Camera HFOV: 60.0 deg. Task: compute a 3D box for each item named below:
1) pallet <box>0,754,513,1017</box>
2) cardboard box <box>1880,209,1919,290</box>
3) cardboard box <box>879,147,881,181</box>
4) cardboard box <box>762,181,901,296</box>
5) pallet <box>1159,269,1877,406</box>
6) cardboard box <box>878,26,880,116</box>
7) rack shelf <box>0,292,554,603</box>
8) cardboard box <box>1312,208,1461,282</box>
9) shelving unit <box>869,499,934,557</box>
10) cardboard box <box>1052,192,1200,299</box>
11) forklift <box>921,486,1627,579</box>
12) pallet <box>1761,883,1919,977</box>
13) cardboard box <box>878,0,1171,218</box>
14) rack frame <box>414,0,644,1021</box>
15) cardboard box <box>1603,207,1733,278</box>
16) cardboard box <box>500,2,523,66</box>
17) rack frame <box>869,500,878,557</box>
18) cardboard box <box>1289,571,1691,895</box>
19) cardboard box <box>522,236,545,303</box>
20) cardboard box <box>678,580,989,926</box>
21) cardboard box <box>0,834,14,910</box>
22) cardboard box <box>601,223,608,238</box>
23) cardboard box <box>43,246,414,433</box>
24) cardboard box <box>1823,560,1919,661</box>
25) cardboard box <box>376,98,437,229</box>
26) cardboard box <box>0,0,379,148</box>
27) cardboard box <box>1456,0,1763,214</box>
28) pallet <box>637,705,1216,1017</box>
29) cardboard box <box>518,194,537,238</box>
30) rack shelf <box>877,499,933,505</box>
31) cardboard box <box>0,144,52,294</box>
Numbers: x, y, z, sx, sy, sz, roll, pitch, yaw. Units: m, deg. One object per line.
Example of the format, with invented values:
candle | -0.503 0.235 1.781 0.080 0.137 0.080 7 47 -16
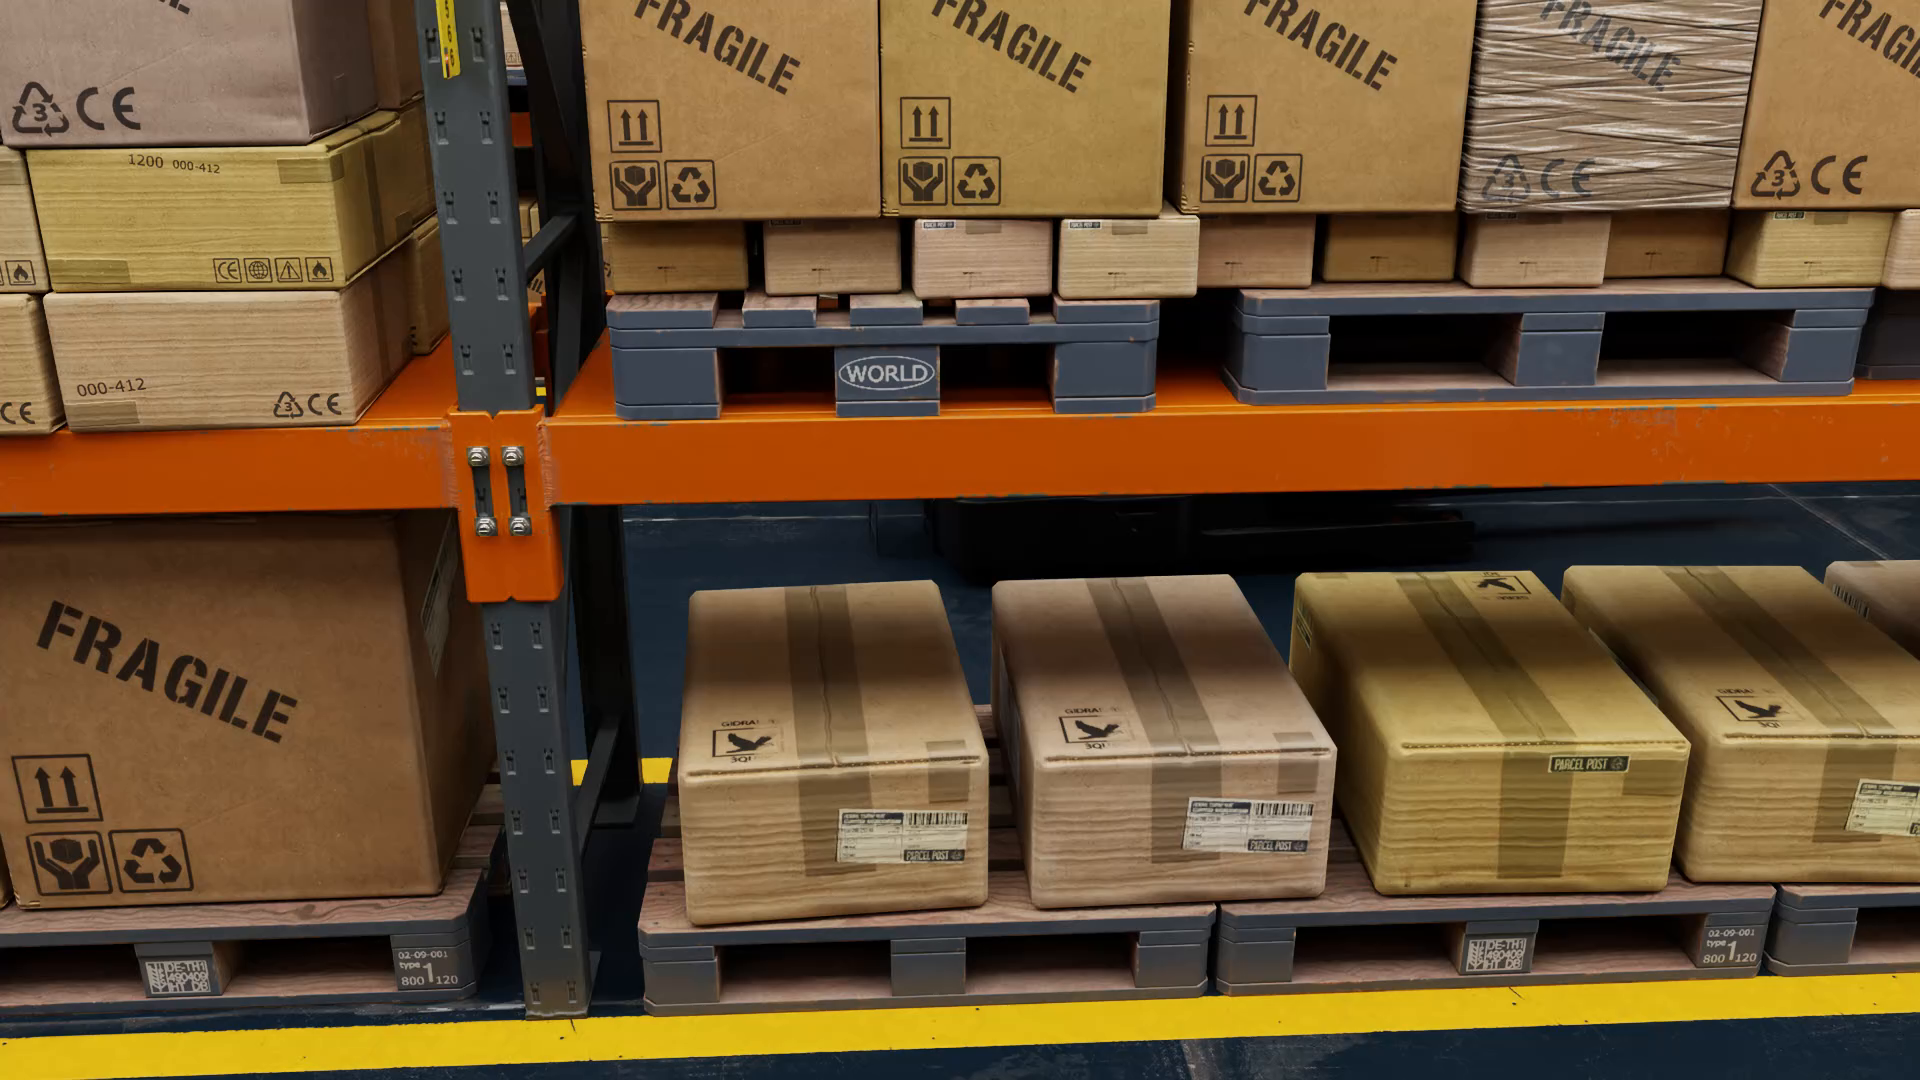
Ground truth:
pallet | -1.665 0.718 3.938 1.213 0.211 1.003 -1 21 -3
cardboard box | 1.848 -0.602 3.251 0.250 0.149 0.380 -1 21 -3
cardboard box | -0.296 -0.775 3.703 0.250 0.149 0.380 -1 21 -2
cardboard box | -0.254 -0.588 3.212 0.250 0.149 0.380 -2 21 -6
pallet | 1.100 -0.540 3.592 1.213 0.211 1.003 -1 21 -3
cardboard box | 0.080 -1.079 3.590 0.500 0.500 0.500 -1 21 -4
rack shelf | -2.870 -0.198 3.435 4.000 0.370 1.077 -1 21 -3
cardboard box | 0.813 -0.627 3.316 0.250 0.149 0.380 0 21 -1
shelving unit | -0.215 -0.407 5.927 0.210 0.900 0.258 -3 21 -8
cardboard box | 0.297 -0.575 3.178 0.250 0.149 0.380 -1 21 -3
forklift | 1.380 -1.465 5.851 3.031 2.935 1.130 -3 21 -8
pallet | 2.343 0.664 4.081 1.213 0.211 1.003 -1 21 -3
cardboard box | 0.109 -0.896 3.111 0.500 0.500 0.500 0 21 0
rack frame | -0.874 -0.574 3.414 0.127 3.000 1.000 -1 21 -3
cardboard box | 1.334 -0.642 3.353 0.250 0.149 0.380 -2 21 -5
cardboard box | -2.195 -2.327 7.639 0.500 0.250 0.500 -2 21 -6
rack frame | -0.315 -0.402 5.912 0.006 0.900 0.240 -3 21 -8
cardboard box | 1.185 0.418 3.910 0.625 0.372 0.950 0 21 -1
cardboard box | -2.071 -1.274 8.175 0.500 0.500 0.500 -1 21 -4
cardboard box | -0.309 0.449 3.828 0.625 0.372 0.950 -3 21 -7
cardboard box | -2.459 0.223 3.714 0.875 0.875 0.875 -1 21 -2
cardboard box | -1.639 -1.569 8.037 0.250 0.149 0.380 -2 21 -6
cardboard box | -1.364 -0.402 3.171 0.500 0.250 0.500 -2 21 -5
cardboard box | 2.596 0.388 3.990 0.625 0.372 0.950 -1 21 -2
cardboard box | -1.394 -0.815 3.555 0.500 0.250 0.500 -1 21 -3
cardboard box | -1.375 -0.985 2.947 0.500 0.500 0.500 -2 21 -5
cardboard box | 1.138 -0.917 3.165 0.500 0.500 0.500 -2 21 -5
pallet | -0.093 0.713 3.950 1.213 0.211 1.003 -1 21 -3
cardboard box | -2.175 -1.563 8.021 0.250 0.149 0.380 -2 21 -5
rack shelf | -0.215 -0.208 6.002 0.200 0.077 0.258 -3 21 -8
cardboard box | -1.854 -0.626 3.058 0.500 0.250 0.500 -2 21 -4
